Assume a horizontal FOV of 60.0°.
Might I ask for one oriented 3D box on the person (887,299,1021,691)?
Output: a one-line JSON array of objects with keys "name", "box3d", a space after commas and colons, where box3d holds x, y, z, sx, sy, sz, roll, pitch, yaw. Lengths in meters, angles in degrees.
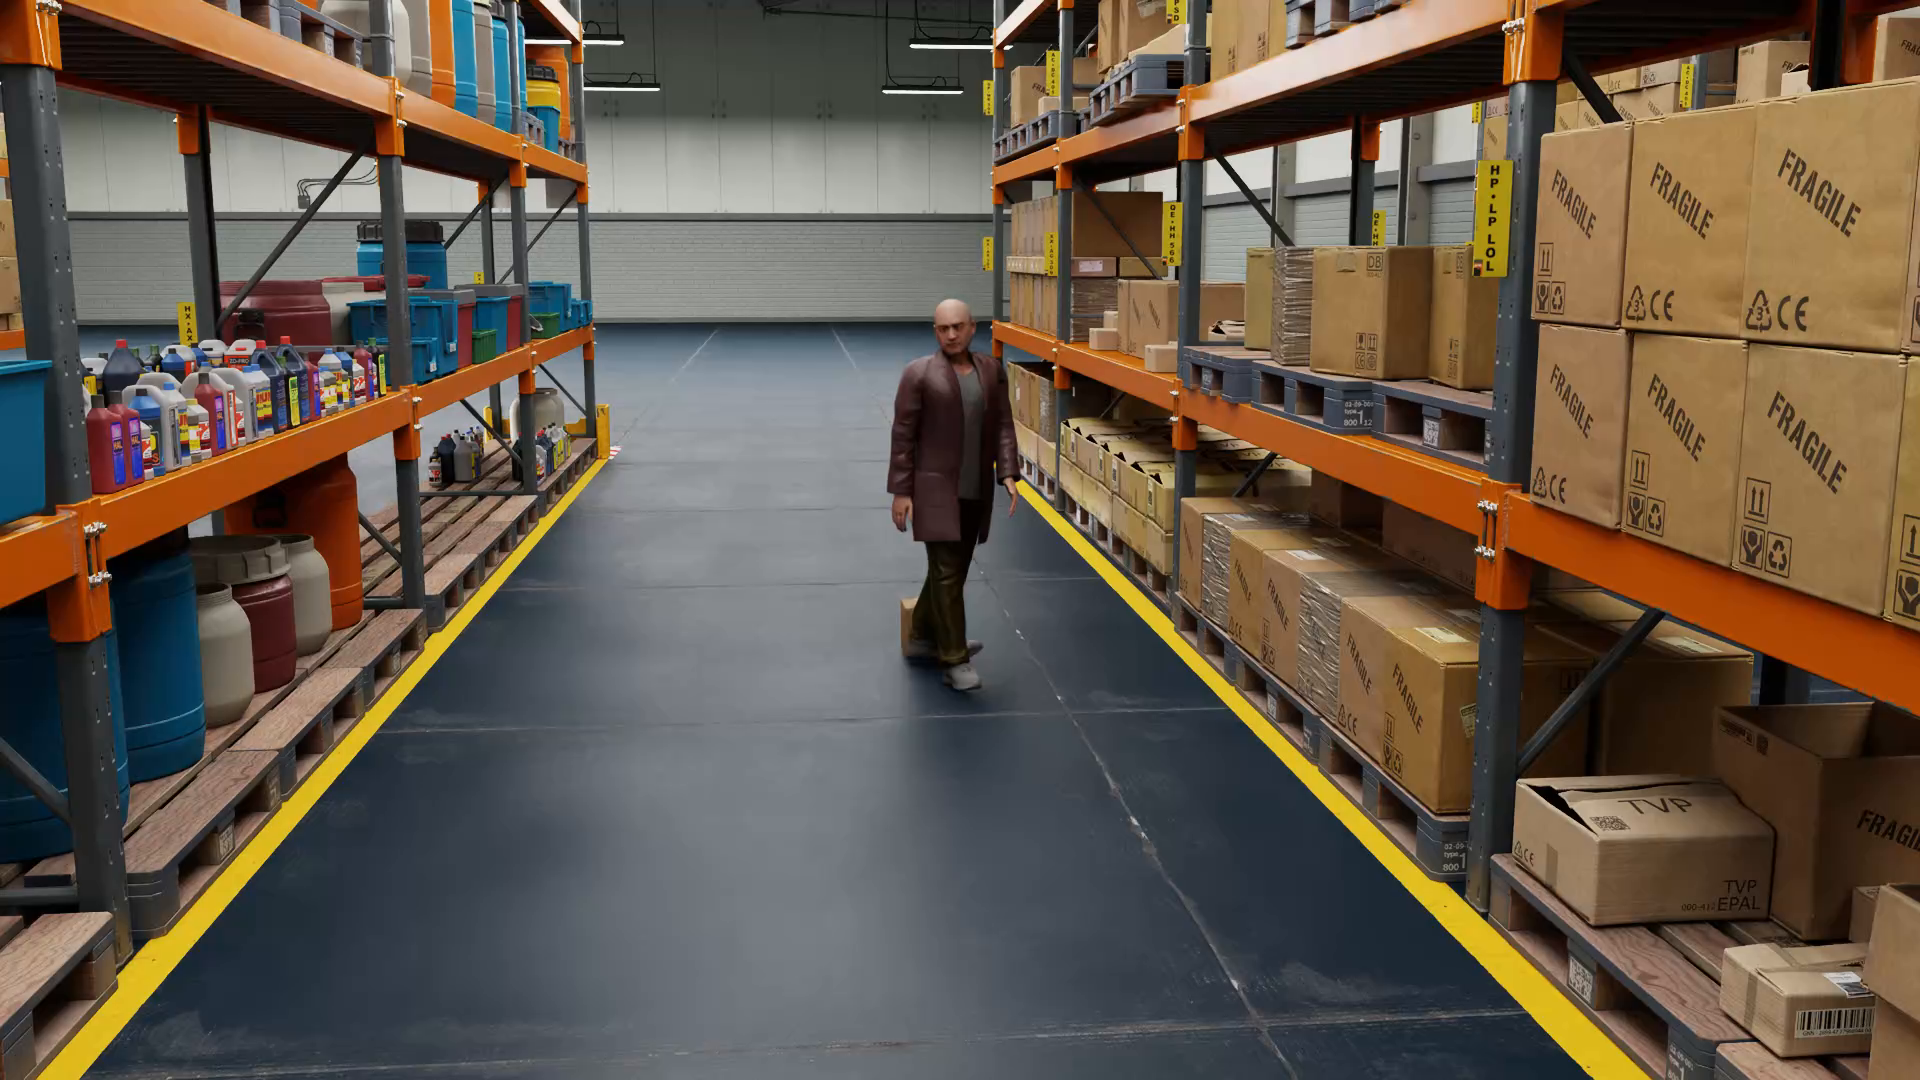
[{"name": "person", "box3d": [-0.038, -0.227, 7.720, 0.599, 1.770, 0.777, -7, 12, -34]}]
